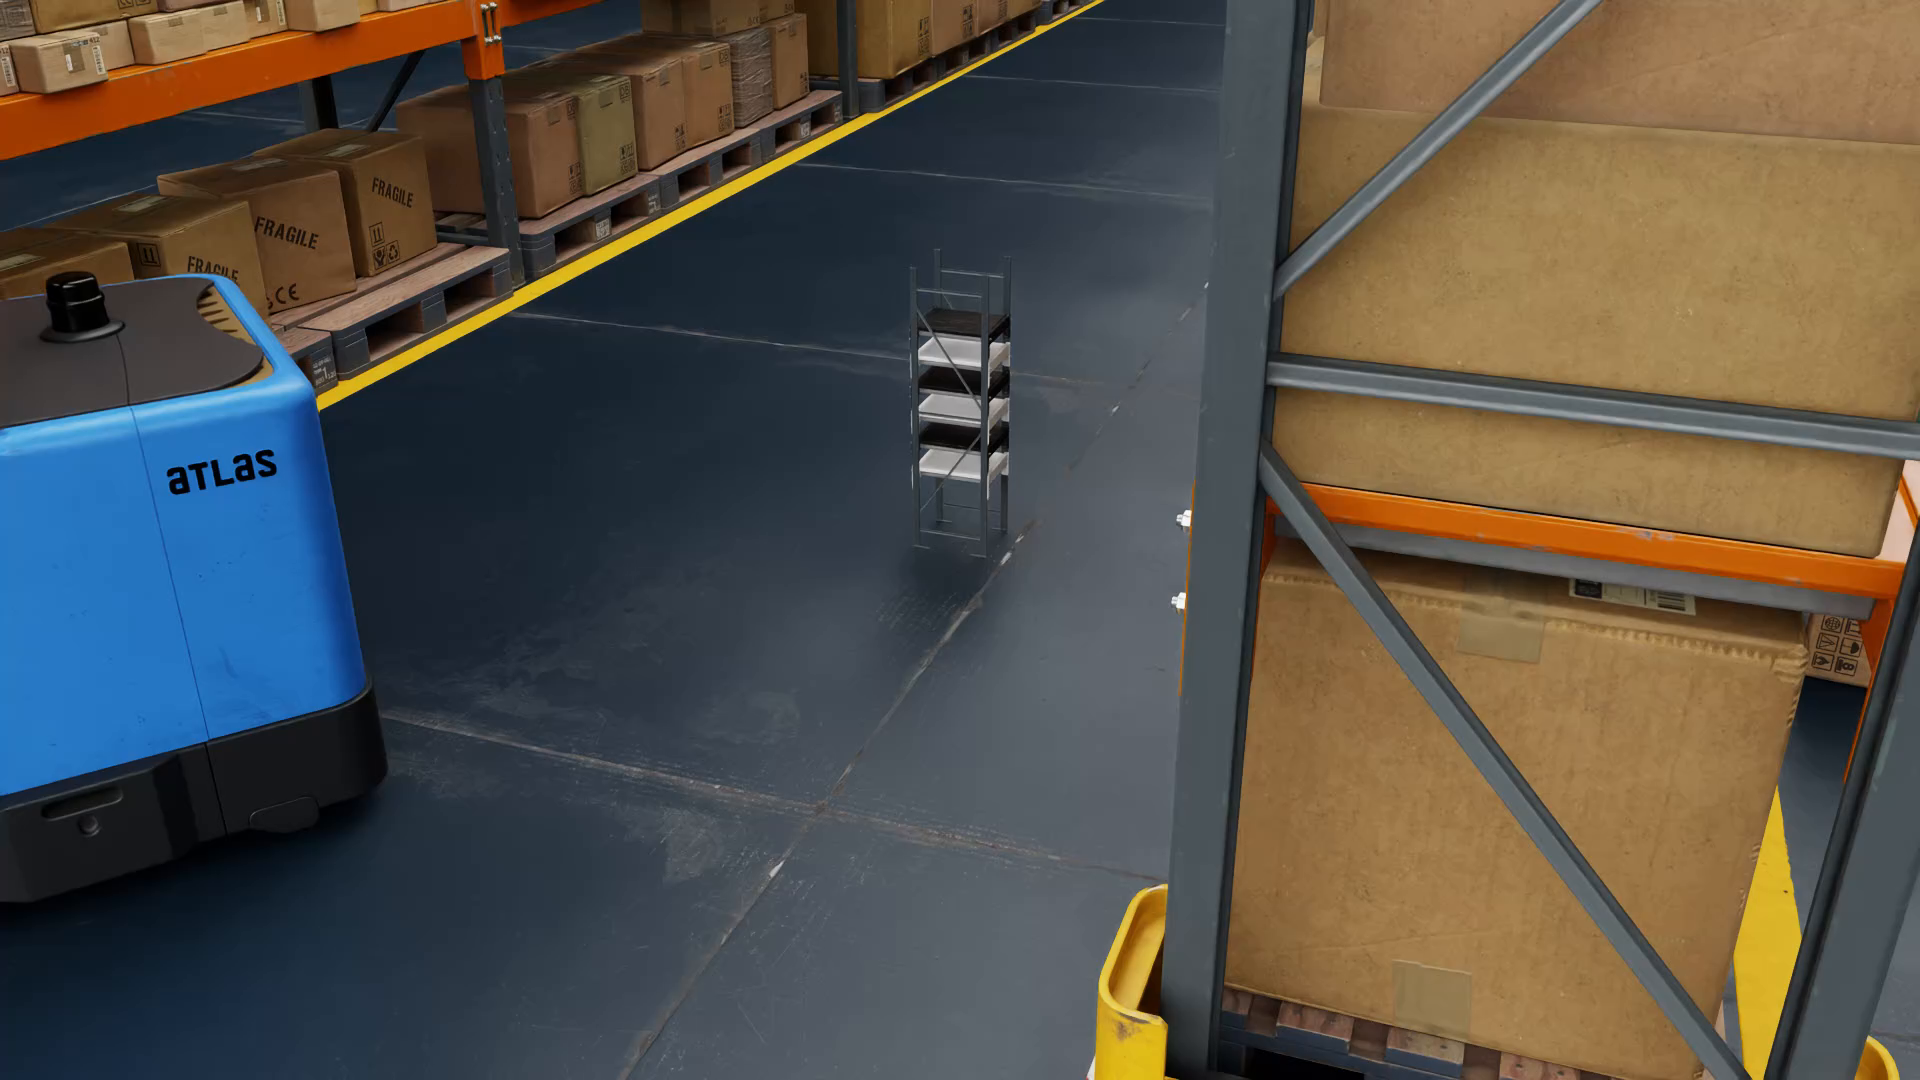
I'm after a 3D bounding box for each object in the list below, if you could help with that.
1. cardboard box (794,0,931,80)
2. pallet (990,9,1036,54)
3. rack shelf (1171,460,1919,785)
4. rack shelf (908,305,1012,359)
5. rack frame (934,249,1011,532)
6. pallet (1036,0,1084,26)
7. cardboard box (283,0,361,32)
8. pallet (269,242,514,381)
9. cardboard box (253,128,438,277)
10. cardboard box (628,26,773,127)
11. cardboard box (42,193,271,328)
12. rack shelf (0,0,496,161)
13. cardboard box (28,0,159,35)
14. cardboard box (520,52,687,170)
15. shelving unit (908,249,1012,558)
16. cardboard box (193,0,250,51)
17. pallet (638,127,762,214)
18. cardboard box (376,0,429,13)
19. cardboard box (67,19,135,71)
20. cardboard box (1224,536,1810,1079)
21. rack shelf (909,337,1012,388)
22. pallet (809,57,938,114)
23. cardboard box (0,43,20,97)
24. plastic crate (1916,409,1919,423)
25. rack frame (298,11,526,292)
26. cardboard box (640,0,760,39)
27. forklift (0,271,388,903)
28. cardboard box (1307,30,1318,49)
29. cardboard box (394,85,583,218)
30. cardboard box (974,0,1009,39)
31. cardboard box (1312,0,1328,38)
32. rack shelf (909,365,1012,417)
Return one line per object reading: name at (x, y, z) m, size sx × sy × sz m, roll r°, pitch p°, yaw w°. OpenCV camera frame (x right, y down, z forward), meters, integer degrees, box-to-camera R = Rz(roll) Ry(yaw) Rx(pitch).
cardboard box at (-0.914, -3.730, 11.467) m, size 1.225 × 0.875 × 0.875 m, roll 7°, pitch 27°, yaw 15°
pallet at (-0.018, -4.277, 13.841) m, size 1.003 × 0.211 × 1.213 m, roll 9°, pitch 27°, yaw 17°
rack shelf at (1.484, -0.666, 4.009) m, size 1.077 × 0.370 × 4.000 m, roll 9°, pitch 27°, yaw 17°
rack shelf at (0.003, -0.621, 4.958) m, size 0.258 × 0.077 × 0.200 m, roll 9°, pitch 27°, yaw 17°
rack frame at (0.037, -0.450, 5.147) m, size 0.240 × 0.900 × 0.006 m, roll 9°, pitch 27°, yaw 17°
pallet at (0.495, -4.906, 15.141) m, size 1.003 × 0.211 × 1.213 m, roll 9°, pitch 27°, yaw 17°
cardboard box at (-2.499, -2.014, 6.256) m, size 0.380 × 0.149 × 0.250 m, roll 9°, pitch 27°, yaw 17°
pallet at (-2.684, -1.036, 7.148) m, size 1.003 × 0.211 × 1.213 m, roll 9°, pitch 27°, yaw 17°
cardboard box at (-2.665, -1.478, 7.247) m, size 0.500 × 0.500 × 0.500 m, roll 8°, pitch 27°, yaw 16°
cardboard box at (-1.540, -2.781, 9.916) m, size 0.700 × 0.500 × 0.500 m, roll 6°, pitch 27°, yaw 13°
cardboard box at (-2.981, -0.975, 6.208) m, size 0.500 × 0.500 × 0.500 m, roll 6°, pitch 27°, yaw 13°
rack shelf at (-3.160, -1.427, 5.580) m, size 1.077 × 0.370 × 4.000 m, roll 9°, pitch 27°, yaw 17°
cardboard box at (-3.179, -1.956, 5.391) m, size 0.875 × 0.500 × 0.500 m, roll 9°, pitch 27°, yaw 17°
cardboard box at (-1.907, -2.318, 8.959) m, size 0.700 × 0.500 × 0.500 m, roll 6°, pitch 27°, yaw 13°
shelving unit at (0.003, -0.408, 5.061) m, size 0.258 × 0.900 × 0.210 m, roll 9°, pitch 27°, yaw 17°
cardboard box at (-2.751, -1.822, 5.859) m, size 0.380 × 0.149 × 0.250 m, roll 9°, pitch 27°, yaw 17°
pallet at (-1.832, -2.141, 9.429) m, size 1.003 × 0.211 × 1.213 m, roll 9°, pitch 27°, yaw 17°
cardboard box at (-2.381, -2.227, 6.696) m, size 0.380 × 0.149 × 0.250 m, roll 9°, pitch 27°, yaw 17°
cardboard box at (-2.957, -1.623, 5.447) m, size 0.380 × 0.149 × 0.250 m, roll 9°, pitch 27°, yaw 17°
cardboard box at (0.982, 0.311, 3.122) m, size 0.875 × 0.875 × 0.875 m, roll 9°, pitch 27°, yaw 18°
rack shelf at (0.003, -0.540, 4.997) m, size 0.258 × 0.077 × 0.200 m, roll 9°, pitch 27°, yaw 17°
pallet at (-0.830, -3.274, 11.770) m, size 1.003 × 0.211 × 1.213 m, roll 9°, pitch 27°, yaw 17°
cardboard box at (-3.096, -1.413, 5.014) m, size 0.380 × 0.149 × 0.250 m, roll 9°, pitch 27°, yaw 17°
plastic crate at (3.327, -0.311, 5.610) m, size 0.662 × 0.188 × 0.450 m, roll -20°, pitch 23°, yaw -36°
rack frame at (-2.494, -2.573, 7.121) m, size 1.000 × 3.000 × 0.127 m, roll 9°, pitch 27°, yaw 17°
cardboard box at (-1.525, -3.128, 9.771) m, size 0.500 × 0.250 × 0.500 m, roll 12°, pitch 28°, yaw 23°
forklift at (-2.881, -0.528, 2.977) m, size 3.031 × 2.935 × 1.130 m, roll -15°, pitch 30°, yaw -28°
cardboard box at (1.062, -0.624, 2.924) m, size 0.875 × 0.550 × 0.550 m, roll 9°, pitch 27°, yaw 17°
cardboard box at (-2.270, -1.895, 8.085) m, size 0.700 × 0.500 × 0.500 m, roll 7°, pitch 27°, yaw 13°
cardboard box at (-0.323, -4.460, 12.975) m, size 1.225 × 0.875 × 0.875 m, roll 8°, pitch 27°, yaw 16°
cardboard box at (1.074, -1.108, 2.685) m, size 0.875 × 0.550 × 0.550 m, roll 9°, pitch 27°, yaw 17°
rack shelf at (0.003, -0.459, 5.036) m, size 0.258 × 0.077 × 0.200 m, roll 9°, pitch 27°, yaw 17°
